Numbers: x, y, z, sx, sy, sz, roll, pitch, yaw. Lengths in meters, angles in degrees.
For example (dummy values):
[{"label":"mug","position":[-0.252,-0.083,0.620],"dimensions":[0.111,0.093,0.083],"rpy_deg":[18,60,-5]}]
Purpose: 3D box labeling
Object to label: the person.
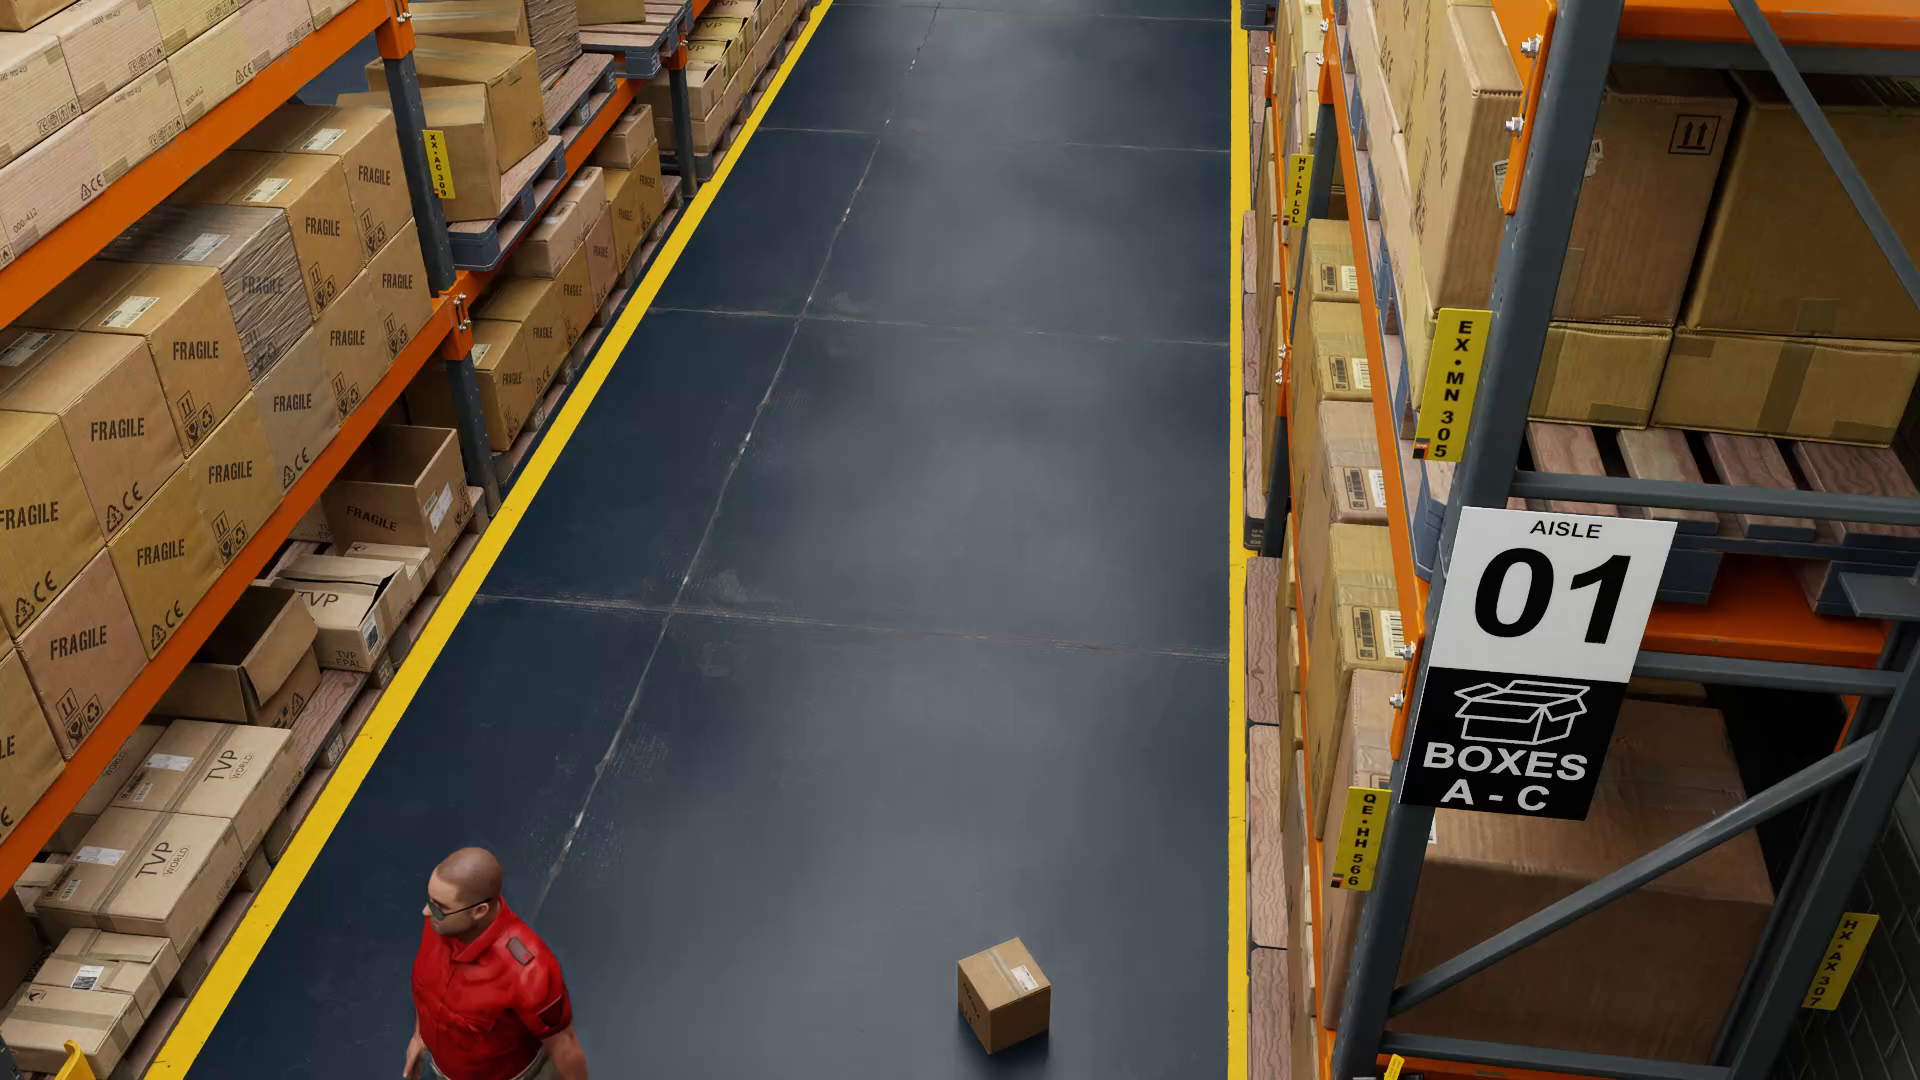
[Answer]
[{"label":"person","position":[-1.362,1.591,4.892],"dimensions":[0.553,1.800,0.588],"rpy_deg":[-27,44,-32]}]
